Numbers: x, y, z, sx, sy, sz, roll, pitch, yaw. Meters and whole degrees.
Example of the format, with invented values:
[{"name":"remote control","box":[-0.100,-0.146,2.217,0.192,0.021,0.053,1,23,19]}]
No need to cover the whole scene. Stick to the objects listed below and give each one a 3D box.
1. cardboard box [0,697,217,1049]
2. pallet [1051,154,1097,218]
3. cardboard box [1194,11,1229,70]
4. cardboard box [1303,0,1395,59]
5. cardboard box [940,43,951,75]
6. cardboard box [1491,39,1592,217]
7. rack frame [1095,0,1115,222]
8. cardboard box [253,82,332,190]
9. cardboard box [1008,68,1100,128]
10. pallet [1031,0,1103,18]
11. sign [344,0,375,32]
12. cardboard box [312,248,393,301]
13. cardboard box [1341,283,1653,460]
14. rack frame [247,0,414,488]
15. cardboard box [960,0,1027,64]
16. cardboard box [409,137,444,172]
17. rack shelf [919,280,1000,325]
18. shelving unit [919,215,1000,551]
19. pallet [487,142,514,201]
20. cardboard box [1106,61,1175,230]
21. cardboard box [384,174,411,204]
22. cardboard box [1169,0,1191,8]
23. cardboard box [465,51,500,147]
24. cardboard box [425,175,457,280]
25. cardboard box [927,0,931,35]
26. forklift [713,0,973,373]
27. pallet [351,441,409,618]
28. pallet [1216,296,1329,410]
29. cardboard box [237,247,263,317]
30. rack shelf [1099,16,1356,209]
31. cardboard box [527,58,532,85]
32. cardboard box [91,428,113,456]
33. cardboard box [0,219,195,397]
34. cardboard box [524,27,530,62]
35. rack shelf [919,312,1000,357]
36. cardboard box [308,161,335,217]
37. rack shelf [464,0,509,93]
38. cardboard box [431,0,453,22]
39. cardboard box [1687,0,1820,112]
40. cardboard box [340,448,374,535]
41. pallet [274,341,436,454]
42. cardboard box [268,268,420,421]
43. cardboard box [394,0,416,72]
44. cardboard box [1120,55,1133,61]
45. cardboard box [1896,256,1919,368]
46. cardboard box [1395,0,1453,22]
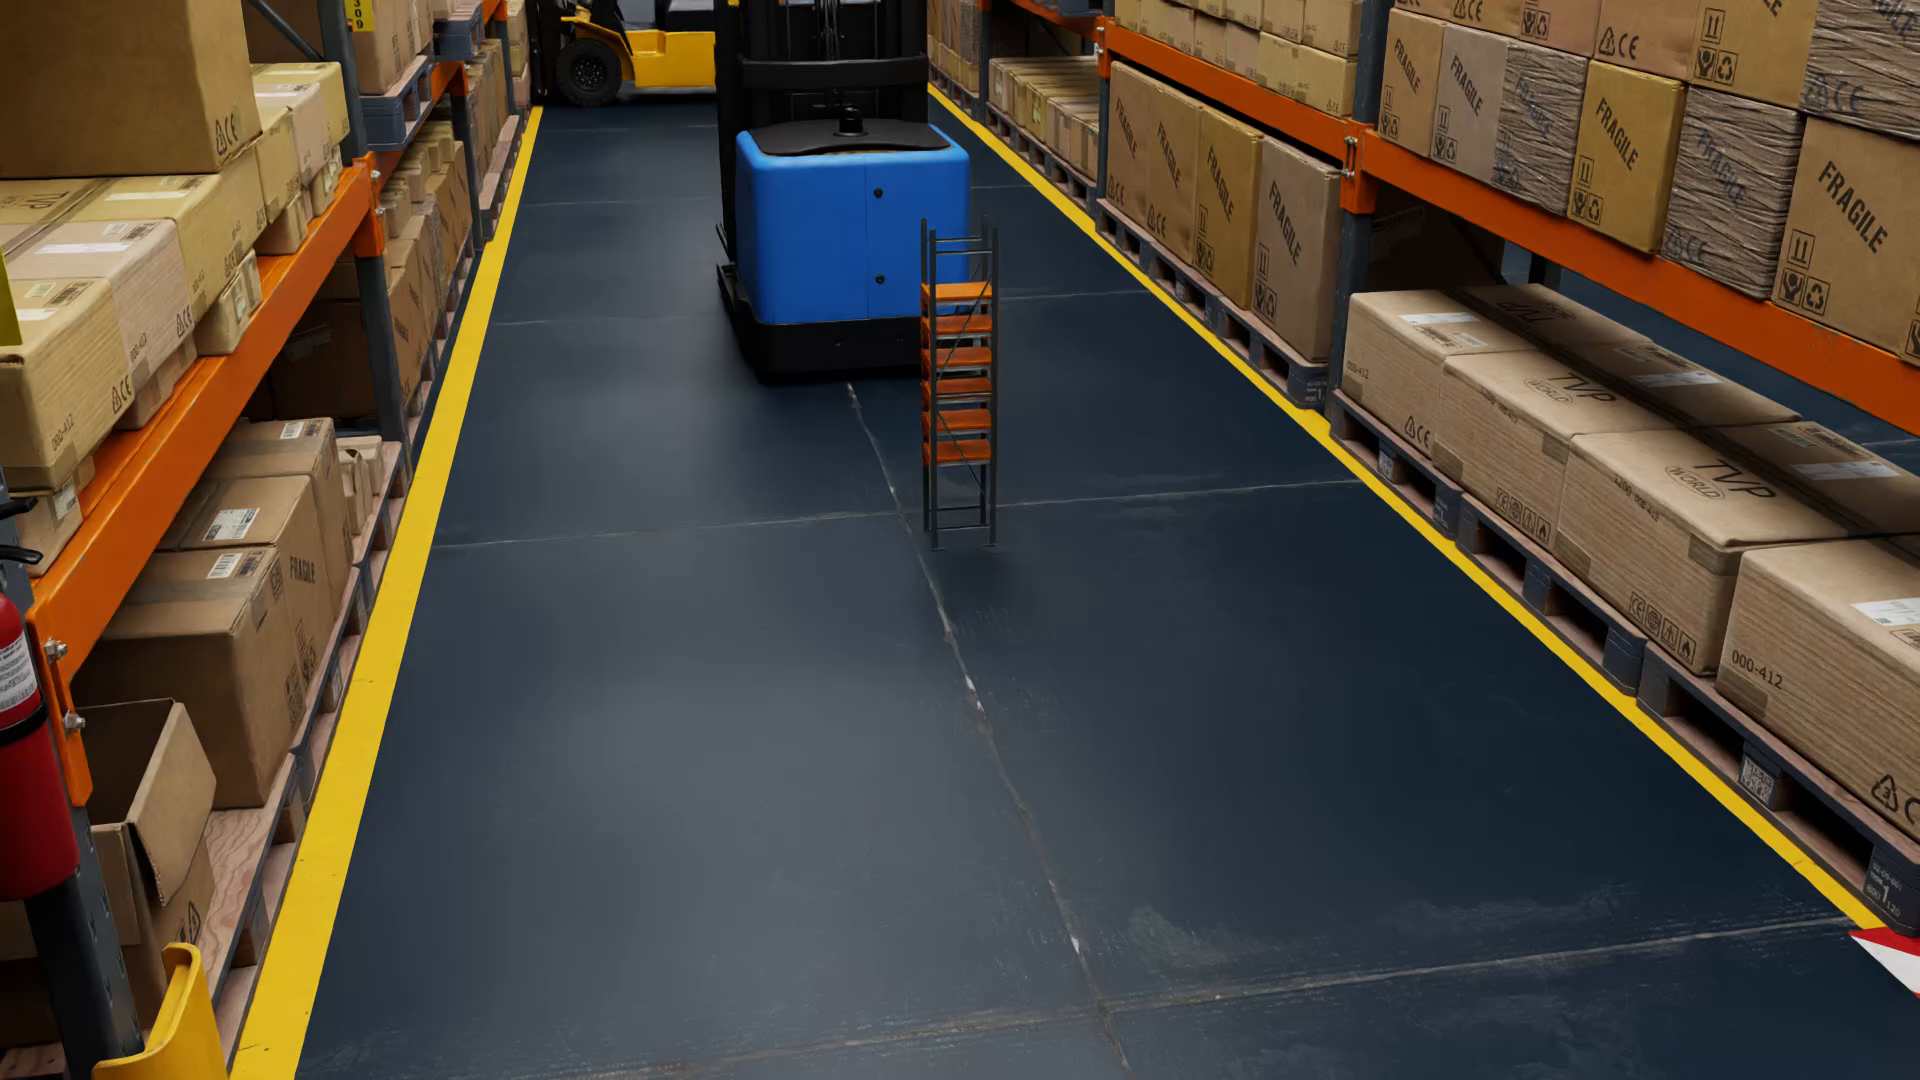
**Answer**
[{"name":"cardboard box","box":[-2.009,0.702,3.488,0.797,0.503,0.637,-5,24,-12]},{"name":"pallet","box":[1.266,-2.547,11.817,1.003,0.211,1.213,-4,24,-10]},{"name":"cardboard box","box":[1.550,-2.636,8.725,0.500,0.250,0.500,-4,24,-10]},{"name":"cardboard box","box":[1.828,-2.260,7.239,0.500,0.250,0.500,-4,24,-10]},{"name":"cardboard box","box":[0.098,-4.645,16.047,0.500,0.250,0.500,-4,24,-9]},{"name":"cardboard box","box":[2.152,-1.391,5.563,0.500,0.500,0.500,-4,24,-9]},{"name":"rack frame","box":[1.409,-3.517,10.555,1.000,3.000,0.127,-4,24,-10]},{"name":"cardboard box","box":[-2.288,-1.264,5.213,0.500,0.250,0.500,-4,24,-10]},{"name":"cardboard box","box":[0.905,-3.590,13.481,0.950,0.372,0.625,-3,24,-6]},{"name":"pallet","box":[1.172,-3.702,11.217,1.213,0.211,1.003,-4,24,-10]},{"name":"sign","box":[-2.197,-2.015,6.034,0.100,0.325,0.005,-4,24,-10]},{"name":"cardboard box","box":[-2.534,-1.080,6.763,0.380,0.149,0.250,-3,24,-7]},{"name":"cardboard box","box":[2.159,-0.707,6.798,0.875,0.438,0.875,-5,24,-11]},{"name":"rack frame","box":[-2.729,-1.575,6.108,1.000,3.000,0.127,-4,24,-10]},{"name":"cardboard box","box":[0.296,-4.579,14.961,0.500,0.500,0.500,-5,24,-10]},{"name":"cardboard box","box":[-3.042,-2.105,9.110,0.380,0.149,0.250,-5,24,-12]},{"name":"rack shelf","box":[-0.003,-0.845,5.897,0.258,0.103,0.180,-4,24,-10]},{"name":"shelving unit","box":[-0.003,-0.556,6.023,0.258,1.200,0.189,-4,24,-10]},{"name":"pallet","box":[-3.805,-2.676,12.113,1.003,0.211,1.213,-4,24,-10]},{"name":"cardboard box","box":[1.455,-2.458,10.260,0.875,0.875,0.875,-5,24,-10]},{"name":"cardboard box","box":[-2.916,-1.693,8.166,0.380,0.149,0.250,-4,24,-10]},{"name":"cardboard box","box":[1.434,-3.060,9.070,0.500,0.250,0.500,-4,24,-10]},{"name":"cardboard box","box":[-3.965,-3.316,12.536,0.875,0.625,0.625,-5,24,-10]},{"name":"cardboard box","box":[-2.998,-1.642,8.859,0.500,0.500,0.500,-3,24,-7]},{"name":"cardboard box","box":[-0.087,-5.387,16.811,0.500,0.500,0.500,-5,24,-12]},{"name":"forklift","box":[-0.764,-2.694,8.757,1.130,2.935,3.031,-5,24,-12]},{"name":"pallet","box":[-2.603,-0.027,6.048,1.003,0.211,1.213,-4,24,-10]},{"name":"pallet","box":[1.932,-0.964,8.193,1.003,0.211,1.213,-4,24,-10]},{"name":"cardboard box","box":[-2.039,-0.649,4.301,0.380,0.149,0.250,-4,24,-9]},{"name":"rack shelf","box":[1.778,-2.401,8.898,1.077,0.370,4.000,-4,24,-10]},{"name":"cardboard box","box":[-4.192,-4.268,15.186,0.500,0.250,0.500,-4,24,-9]},{"name":"cardboard box","box":[-1.956,-0.233,3.351,0.380,0.149,0.250,-5,24,-10]},{"name":"cardboard box","box":[-1.902,-0.466,3.385,0.500,0.250,0.500,-4,24,-9]},{"name":"cardboard box","box":[-4.171,-4.493,15.075,0.500,0.250,0.500,-5,24,-10]},{"name":"rack shelf","box":[-0.003,-0.735,5.945,0.258,0.103,0.180,-4,24,-10]},{"name":"cardboard box","box":[-2.281,-1.152,5.453,0.380,0.149,0.250,-4,24,-8]},{"name":"rack shelf","box":[-3.839,-3.605,11.656,1.077,0.370,4.000,-4,24,-10]},{"name":"cardboard box","box":[-2.956,-2.881,8.761,0.500,0.250,0.500,-5,24,-12]},{"name":"cardboard box","box":[2.351,-1.445,4.436,0.500,0.500,0.500,-4,24,-10]},{"name":"cardboard box","box":[-2.271,-0.177,5.798,0.396,0.266,0.258,-3,24,-8]},{"name":"pallet","box":[-2.917,-0.614,7.393,1.003,0.211,1.213,-4,24,-10]},{"name":"cardboard box","box":[-2.597,-0.829,6.998,0.500,0.500,0.500,-3,24,-7]},{"name":"cardboard box","box":[-2.694,-2.224,6.944,0.700,0.500,0.500,-4,24,-9]},{"name":"cardboard box","box":[1.808,-4.468,15.853,0.500,0.500,0.500,13,27,27]},{"name":"cardboard box","box":[2.539,-0.586,3.720,0.500,0.500,0.500,-4,24,-9]},{"name":"cardboard box","box":[1.998,-2.243,6.263,0.500,0.500,0.500,-4,24,-9]}]
